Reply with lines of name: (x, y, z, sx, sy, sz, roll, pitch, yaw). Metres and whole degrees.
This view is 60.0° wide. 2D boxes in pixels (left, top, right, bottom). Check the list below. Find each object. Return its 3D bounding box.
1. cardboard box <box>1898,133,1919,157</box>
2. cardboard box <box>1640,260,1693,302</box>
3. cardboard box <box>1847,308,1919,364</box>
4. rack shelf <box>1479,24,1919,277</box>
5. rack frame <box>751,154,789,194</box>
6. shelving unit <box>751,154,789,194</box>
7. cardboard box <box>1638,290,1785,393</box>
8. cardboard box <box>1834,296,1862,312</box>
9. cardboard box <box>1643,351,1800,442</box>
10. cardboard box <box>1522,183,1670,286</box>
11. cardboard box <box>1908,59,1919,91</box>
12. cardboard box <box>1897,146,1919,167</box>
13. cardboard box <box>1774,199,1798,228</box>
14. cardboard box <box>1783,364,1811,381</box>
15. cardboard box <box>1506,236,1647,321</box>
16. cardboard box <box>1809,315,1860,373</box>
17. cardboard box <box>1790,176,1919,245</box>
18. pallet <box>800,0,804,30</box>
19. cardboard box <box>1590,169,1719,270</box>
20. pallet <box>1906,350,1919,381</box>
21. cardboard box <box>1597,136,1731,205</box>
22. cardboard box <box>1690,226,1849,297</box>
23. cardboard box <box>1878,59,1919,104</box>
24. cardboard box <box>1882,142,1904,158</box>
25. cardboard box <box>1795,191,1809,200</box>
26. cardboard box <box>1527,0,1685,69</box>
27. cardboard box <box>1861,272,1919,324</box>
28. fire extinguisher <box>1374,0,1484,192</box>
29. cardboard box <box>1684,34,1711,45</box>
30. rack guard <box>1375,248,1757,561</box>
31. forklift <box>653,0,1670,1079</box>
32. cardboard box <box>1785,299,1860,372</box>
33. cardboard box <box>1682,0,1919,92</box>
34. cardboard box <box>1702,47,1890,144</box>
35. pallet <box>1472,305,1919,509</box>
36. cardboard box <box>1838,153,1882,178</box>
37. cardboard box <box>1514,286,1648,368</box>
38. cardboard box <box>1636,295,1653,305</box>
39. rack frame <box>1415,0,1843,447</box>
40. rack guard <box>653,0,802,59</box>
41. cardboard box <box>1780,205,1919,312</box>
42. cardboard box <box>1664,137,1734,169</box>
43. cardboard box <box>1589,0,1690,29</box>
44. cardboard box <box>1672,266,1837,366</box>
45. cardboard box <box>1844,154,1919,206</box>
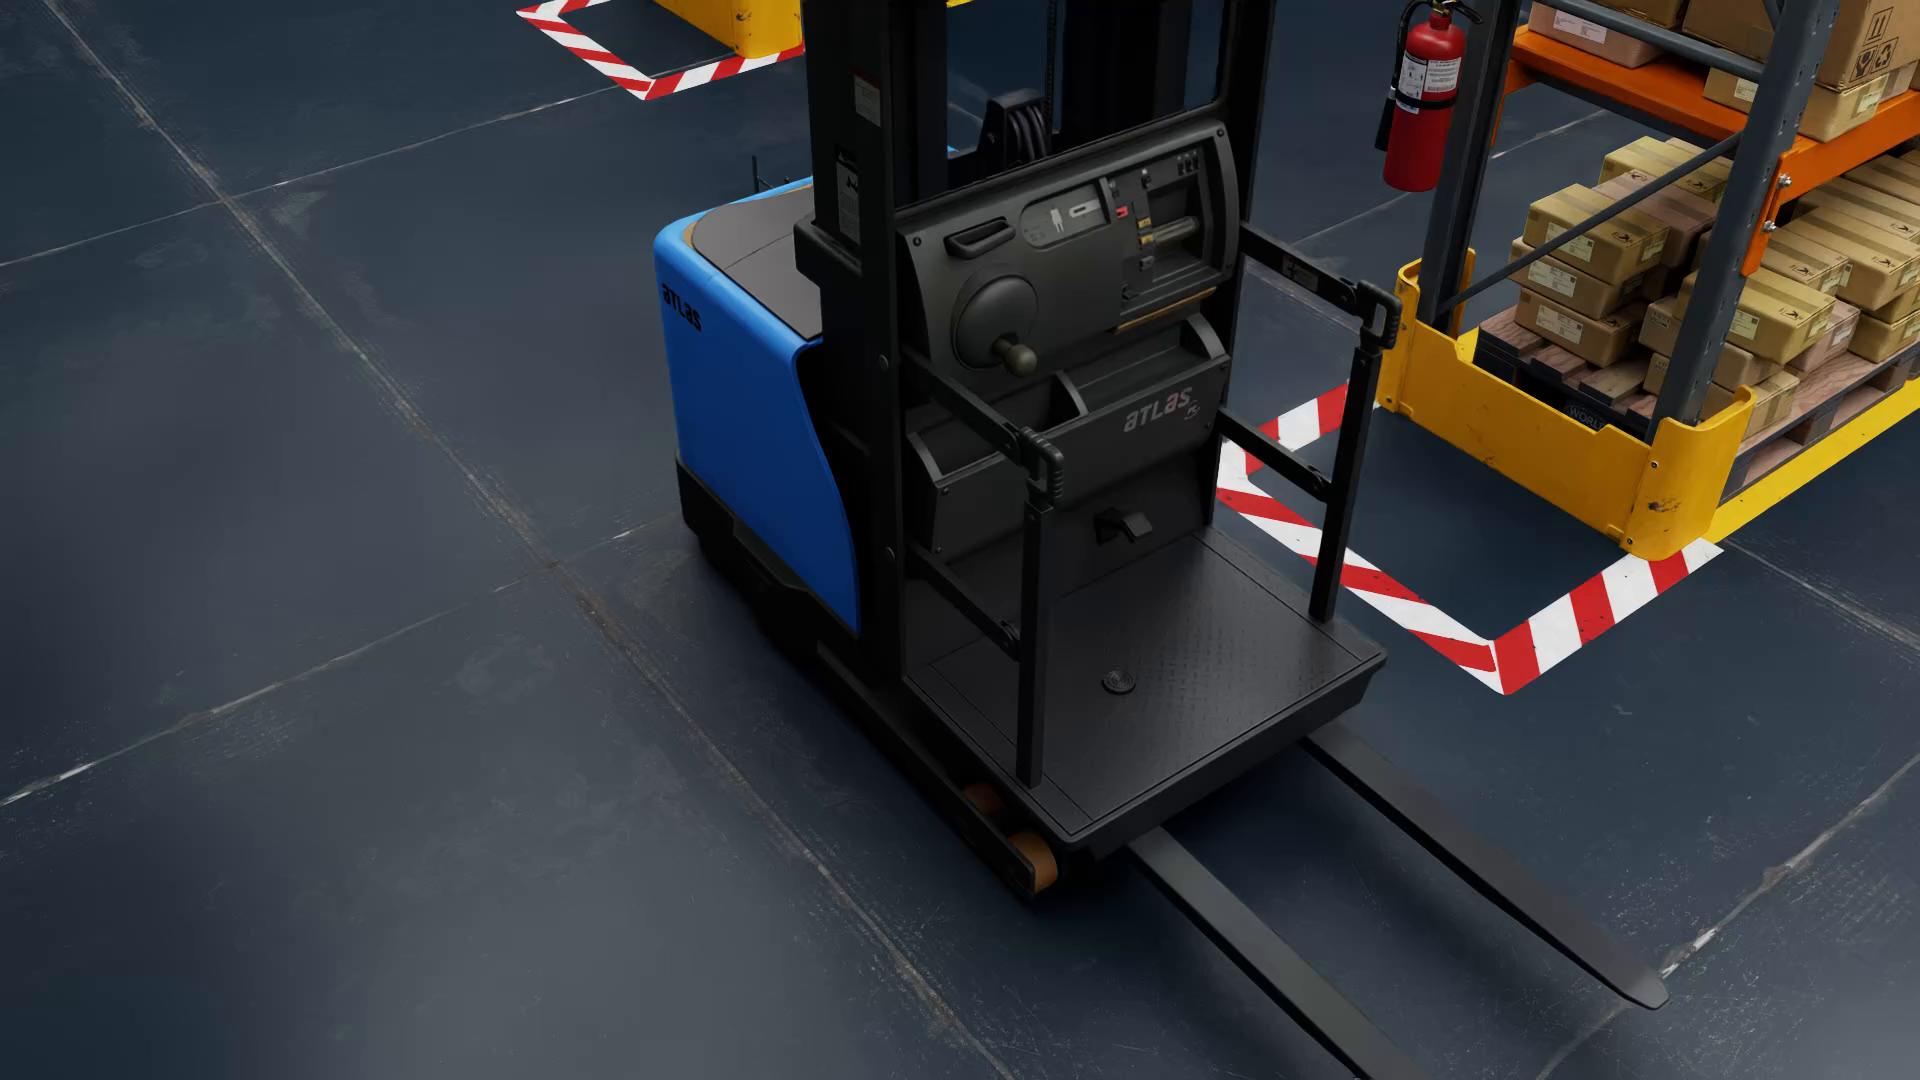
cardboard box: (3.662, -1.393, 6.030, 0.250, 0.149, 0.380, -26, 46, -28)
cardboard box: (2.352, -1.004, 5.791, 0.250, 0.149, 0.380, -27, 47, -29)
cardboard box: (3.097, -0.794, 5.770, 0.250, 0.149, 0.380, -25, 46, -28)
rack shelf: (3.453, -1.902, 5.771, 4.000, 0.370, 1.077, -26, 46, -28)
rack frame: (-0.566, -0.707, 5.283, 0.008, 1.050, 0.200, -26, 46, -28)
shelving unit: (-0.469, -0.753, 5.340, 0.252, 1.050, 0.215, -26, 46, -28)
cardboard box: (2.439, -0.656, 5.366, 0.250, 0.149, 0.380, -24, 45, -26)
cardboard box: (2.830, -0.872, 5.630, 0.250, 0.149, 0.380, -25, 46, -28)
cardboard box: (2.477, -0.509, 5.422, 0.250, 0.149, 0.380, -25, 46, -27)
cardboard box: (2.132, -1.029, 5.587, 0.250, 0.149, 0.380, -25, 46, -28)
cardboard box: (2.746, -1.467, 4.871, 0.250, 0.149, 0.380, -27, 47, -29)
cardboard box: (3.521, -1.248, 5.853, 0.250, 0.149, 0.380, -25, 46, -27)
cardboard box: (2.798, -1.184, 6.010, 0.250, 0.149, 0.380, -27, 46, -29)
cardboard box: (2.635, -0.651, 5.595, 0.250, 0.149, 0.380, -26, 46, -28)
cardboard box: (2.111, -0.930, 5.701, 0.250, 0.149, 0.380, -27, 47, -29)
cardboard box: (2.828, -0.751, 5.717, 0.250, 0.149, 0.380, -25, 46, -28)
cardboard box: (3.059, -1.066, 5.633, 0.250, 0.149, 0.380, -28, 47, -30)
pallet: (-0.643, -3.128, 8.896, 1.213, 0.211, 1.003, -26, 46, -28)
cardboard box: (2.366, -1.098, 5.670, 0.250, 0.149, 0.380, -25, 46, -27)
pallet: (3.559, -1.123, 6.453, 1.213, 0.211, 1.003, -26, 46, -28)
cardboard box: (2.494, -1.262, 5.870, 0.250, 0.149, 0.380, -27, 46, -29)
cardboard box: (2.635, -0.896, 5.425, 0.250, 0.149, 0.380, -25, 46, -27)
cardboard box: (2.500, -1.390, 4.777, 0.250, 0.149, 0.380, -24, 45, -27)
cardboard box: (3.552, -1.631, 6.555, 0.250, 0.149, 0.380, -26, 46, -28)
cardboard box: (2.925, -1.338, 6.198, 0.250, 0.149, 0.380, -25, 46, -27)
cardboard box: (1.953, -1.578, 5.007, 0.250, 0.149, 0.380, -26, 46, -28)
cardboard box: (3.100, -0.917, 5.685, 0.250, 0.149, 0.380, -25, 45, -27)
fire extinguisher: (1.386, -1.368, 4.907, 0.183, 0.674, 0.296, -26, 46, -28)
cardboard box: (2.173, -1.655, 5.101, 0.250, 0.149, 0.380, -26, 46, -28)
rack guard: (1.927, -0.470, 5.429, 0.348, 0.500, 1.175, -26, 46, -28)
forklift: (0.405, -0.601, 3.671, 1.130, 2.935, 3.031, -25, 46, -27)
cardboard box: (2.690, -0.733, 5.461, 0.250, 0.149, 0.380, -26, 46, -28)
cardboard box: (2.391, -1.595, 4.516, 0.500, 0.500, 0.500, -24, 45, -26)
cardboard box: (2.323, -1.270, 4.632, 0.250, 0.149, 0.380, -26, 46, -28)
pallet: (2.593, -0.655, 5.882, 1.213, 0.211, 1.003, -26, 46, -28)
cardboard box: (3.194, -1.508, 6.170, 0.250, 0.149, 0.380, -28, 47, -29)
cardboard box: (2.157, -0.776, 5.747, 0.250, 0.149, 0.380, -25, 46, -27)
cardboard box: (2.299, -0.926, 5.930, 0.250, 0.149, 0.380, -25, 45, -27)
rack frame: (1.867, -1.407, 4.600, 0.127, 3.000, 1.000, -26, 46, -28)
rack guard: (-1.249, -2.882, 8.369, 0.348, 0.500, 1.175, -26, 46, -28)
cardboard box: (2.912, -0.929, 5.465, 0.250, 0.149, 0.380, -26, 46, -28)
cardboard box: (2.738, -1.330, 5.954, 0.250, 0.149, 0.380, -28, 47, -30)
cardboard box: (2.066, -1.864, 4.844, 0.500, 0.500, 0.500, -25, 46, -27)
cardboard box: (2.489, -0.729, 5.221, 0.250, 0.149, 0.380, -28, 47, -30)
cardboard box: (3.284, -1.169, 5.757, 0.250, 0.149, 0.380, -24, 45, -27)
